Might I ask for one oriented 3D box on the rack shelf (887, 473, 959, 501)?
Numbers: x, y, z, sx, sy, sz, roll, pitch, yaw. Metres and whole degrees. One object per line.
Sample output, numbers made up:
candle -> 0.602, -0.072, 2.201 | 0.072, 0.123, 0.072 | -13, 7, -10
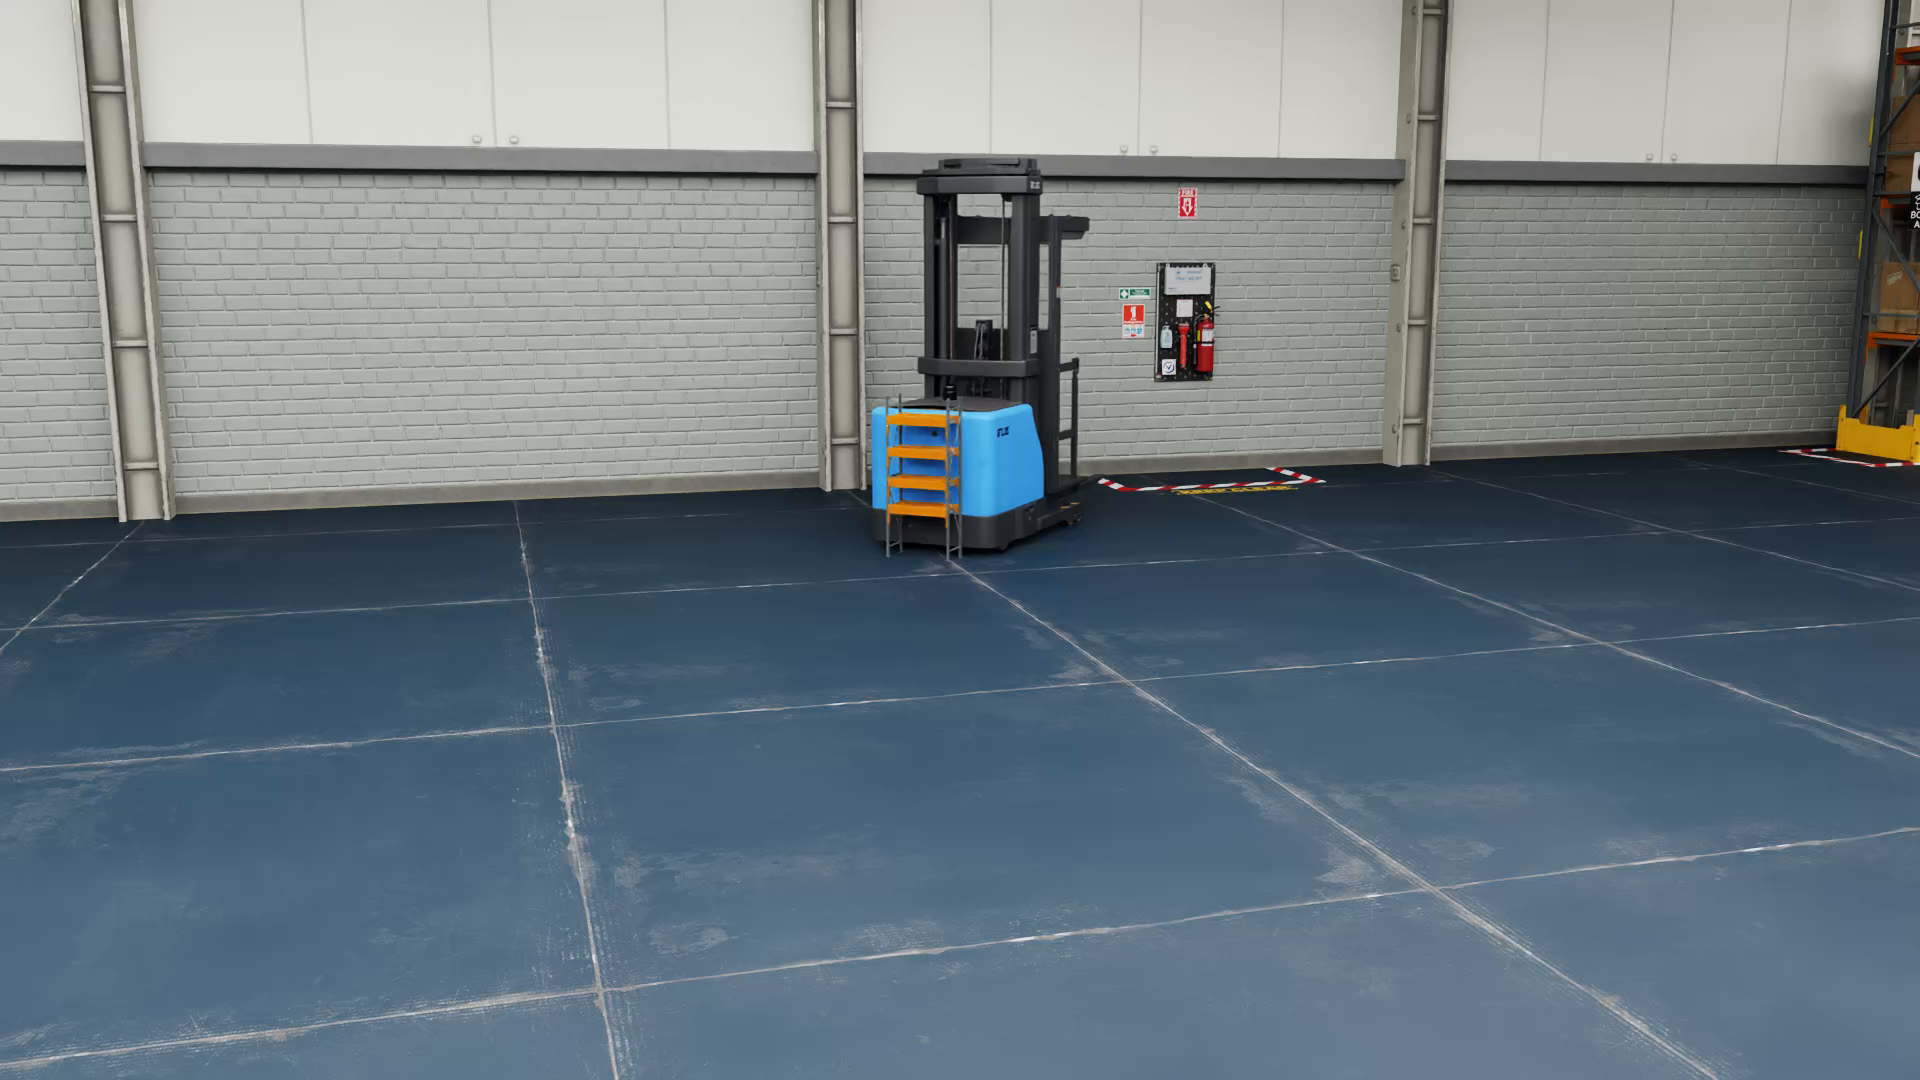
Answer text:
rack shelf -> -0.264, -0.394, 12.245 | 0.480, 0.148, 0.258 | 5, 11, 24

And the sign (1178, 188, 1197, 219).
sign -> 2.235, -3.309, 16.335 | 0.199, 0.298, 0.001 | -3, 11, -16

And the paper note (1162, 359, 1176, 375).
paper note -> 2.081, -1.722, 16.549 | 0.142, 0.148, 0.016 | -3, 11, -16

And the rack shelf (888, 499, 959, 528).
rack shelf -> -0.264, -0.199, 12.281 | 0.480, 0.148, 0.258 | 5, 11, 24

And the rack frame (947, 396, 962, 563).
rack frame -> -0.042, -0.442, 12.135 | 0.015, 1.200, 0.240 | 5, 11, 24

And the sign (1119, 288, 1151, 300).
sign -> 1.717, -2.419, 16.340 | 0.331, 0.109, 0.001 | -3, 11, -16

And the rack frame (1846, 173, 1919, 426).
rack frame -> 9.984, -2.389, 17.736 | 0.127, 3.000, 1.000 | -3, 11, -16

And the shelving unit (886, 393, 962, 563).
shelving unit -> -0.264, -0.460, 12.233 | 0.503, 1.200, 0.258 | 5, 11, 24

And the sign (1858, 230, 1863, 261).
sign -> 9.848, -3.211, 18.133 | 0.005, 0.325, 0.100 | -3, 11, -16

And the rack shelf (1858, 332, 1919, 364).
rack shelf -> 11.905, -2.136, 18.351 | 4.000, 0.370, 1.077 | -3, 11, -16

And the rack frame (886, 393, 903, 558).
rack frame -> -0.487, -0.478, 12.331 | 0.015, 1.200, 0.240 | 5, 11, 24

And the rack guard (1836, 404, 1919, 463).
rack guard -> 10.057, -1.163, 17.984 | 0.348, 0.500, 1.175 | -3, 11, -16

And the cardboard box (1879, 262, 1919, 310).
cardboard box -> 10.377, -2.754, 18.011 | 0.500, 0.500, 0.500 | -3, 11, -17

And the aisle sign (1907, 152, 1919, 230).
aisle sign -> 9.999, -3.611, 17.198 | 0.004, 0.787, 0.394 | -3, 11, -16

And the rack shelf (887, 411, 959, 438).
rack shelf -> -0.264, -0.847, 12.162 | 0.480, 0.148, 0.258 | 5, 11, 24

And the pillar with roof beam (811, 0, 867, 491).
pillar with roof beam -> 0.096, -4.169, 10.839 | 0.400, 9.000, 9.100 | -3, 11, -16

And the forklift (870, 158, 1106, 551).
forklift -> 0.386, -1.588, 13.578 | 1.130, 2.935, 3.031 | 5, 11, 24

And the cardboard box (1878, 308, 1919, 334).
cardboard box -> 10.379, -2.382, 18.060 | 0.500, 0.250, 0.500 | -3, 11, -15

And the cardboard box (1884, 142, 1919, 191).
cardboard box -> 10.314, -3.988, 17.808 | 0.500, 0.500, 0.500 | -2, 11, -12

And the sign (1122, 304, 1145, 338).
sign -> 1.711, -2.160, 16.395 | 0.234, 0.329, 0.001 | -3, 11, -16

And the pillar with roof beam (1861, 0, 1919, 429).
pillar with roof beam -> 11.618, -4.776, 14.137 | 0.400, 9.000, 9.100 | -3, 11, -16

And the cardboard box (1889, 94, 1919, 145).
cardboard box -> 10.325, -4.482, 17.729 | 0.500, 0.500, 0.500 | -3, 11, -13

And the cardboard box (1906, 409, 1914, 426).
cardboard box -> 10.674, -1.302, 18.045 | 0.500, 0.311, 0.500 | -4, 11, -22

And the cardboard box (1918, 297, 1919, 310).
cardboard box -> 10.527, -2.665, 17.528 | 0.500, 0.500, 0.500 | -3, 11, -16

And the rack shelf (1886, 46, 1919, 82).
rack shelf -> 11.905, -5.085, 17.808 | 4.000, 0.370, 1.077 | -3, 11, -16

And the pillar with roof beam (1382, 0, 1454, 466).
pillar with roof beam -> 5.857, -4.473, 12.488 | 0.400, 9.000, 9.100 | -3, 11, -16

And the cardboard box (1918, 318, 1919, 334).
cardboard box -> 10.542, -2.294, 17.583 | 0.500, 0.250, 0.500 | -3, 11, -18

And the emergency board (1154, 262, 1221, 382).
emergency board -> 2.270, -2.152, 16.453 | 0.643, 1.169, 0.194 | -3, 11, -16

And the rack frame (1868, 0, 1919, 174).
rack frame -> 9.984, -5.339, 17.193 | 0.127, 3.000, 1.000 | -3, 11, -16

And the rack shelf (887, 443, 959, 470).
rack shelf -> -0.264, -0.614, 12.205 | 0.480, 0.148, 0.258 | 5, 11, 24

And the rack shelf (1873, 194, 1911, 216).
rack shelf -> 11.905, -3.611, 18.080 | 4.000, 0.370, 1.077 | -3, 11, -16

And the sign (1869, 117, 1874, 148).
sign -> 9.848, -4.397, 17.914 | 0.005, 0.325, 0.100 | -3, 11, -16

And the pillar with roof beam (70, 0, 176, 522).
pillar with roof beam -> -5.665, -3.866, 9.189 | 0.400, 9.000, 9.100 | -3, 11, -16
